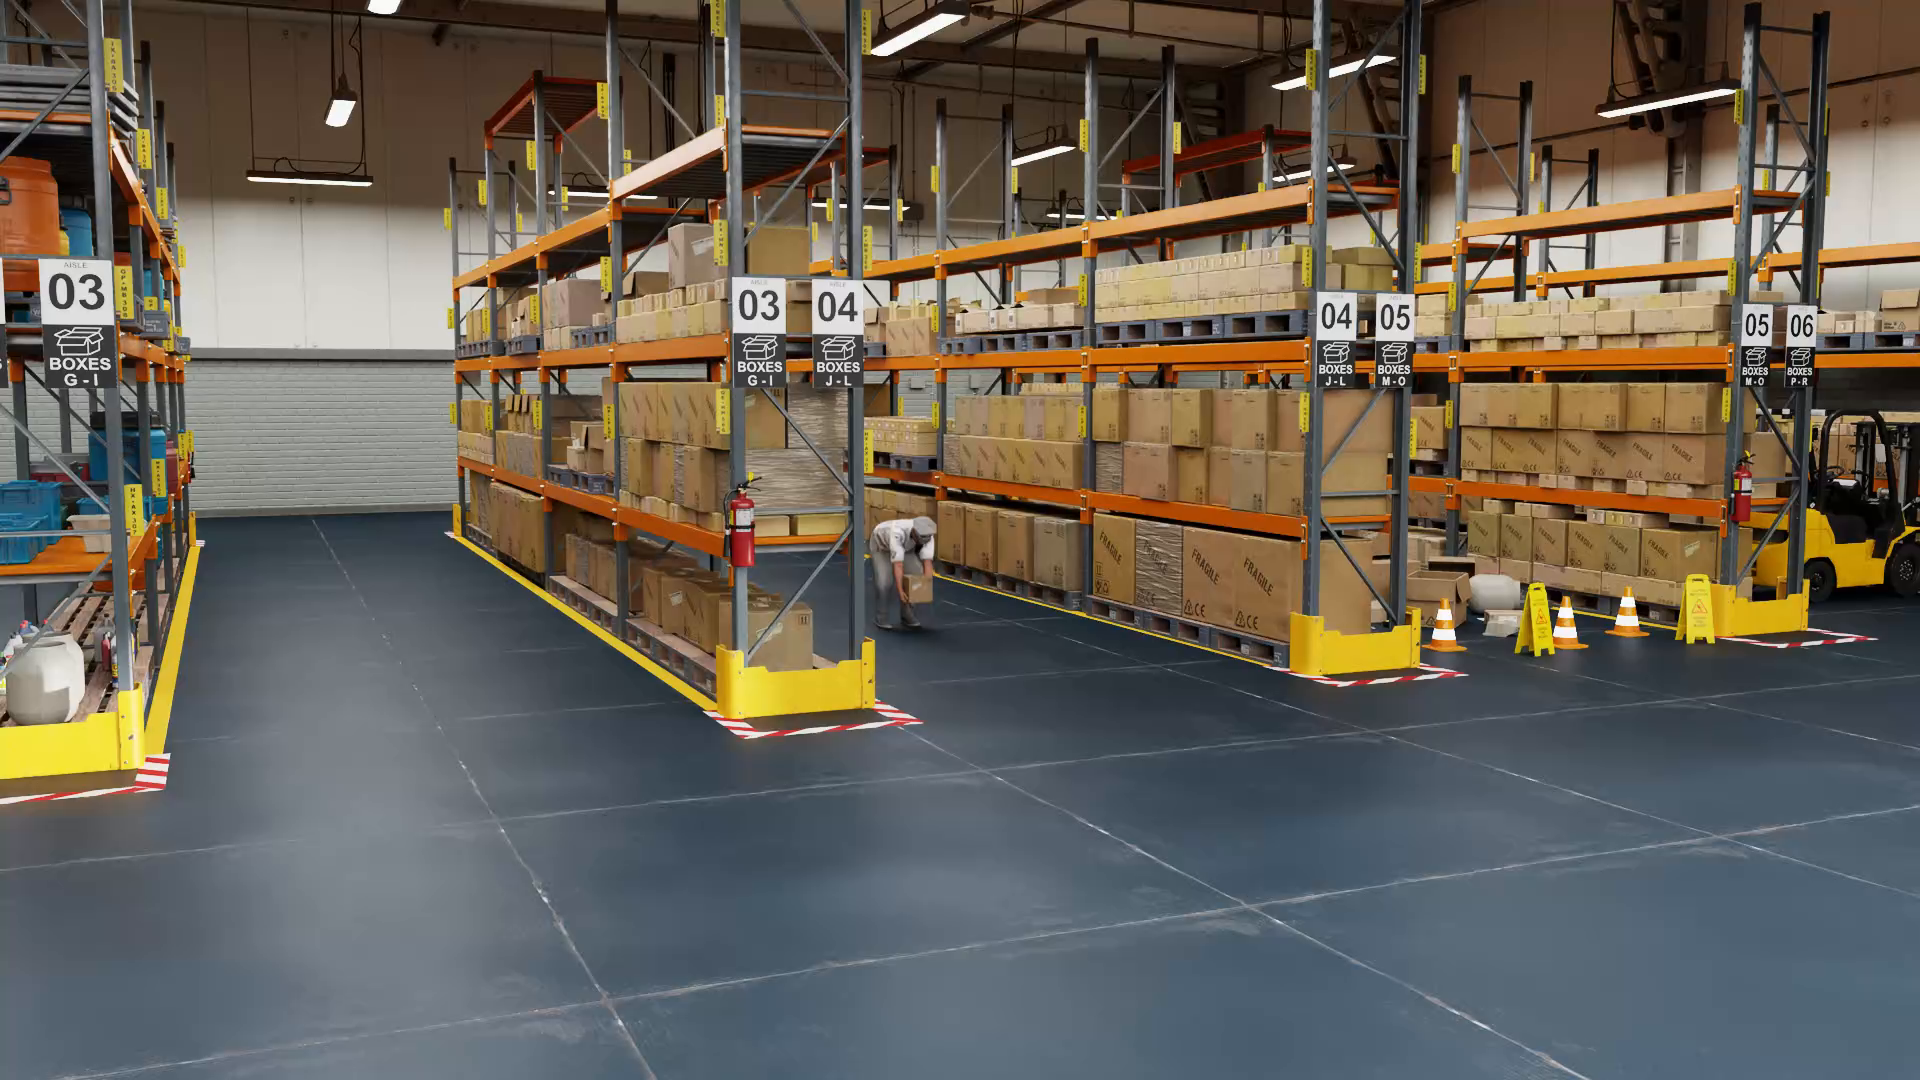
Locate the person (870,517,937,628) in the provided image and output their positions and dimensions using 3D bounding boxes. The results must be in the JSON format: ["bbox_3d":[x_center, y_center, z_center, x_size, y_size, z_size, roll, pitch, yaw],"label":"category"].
[{"bbox_3d":[-0.550,0.316,16.583,0.530,1.151,1.030,-3,6,-26],"label":"person"}]
